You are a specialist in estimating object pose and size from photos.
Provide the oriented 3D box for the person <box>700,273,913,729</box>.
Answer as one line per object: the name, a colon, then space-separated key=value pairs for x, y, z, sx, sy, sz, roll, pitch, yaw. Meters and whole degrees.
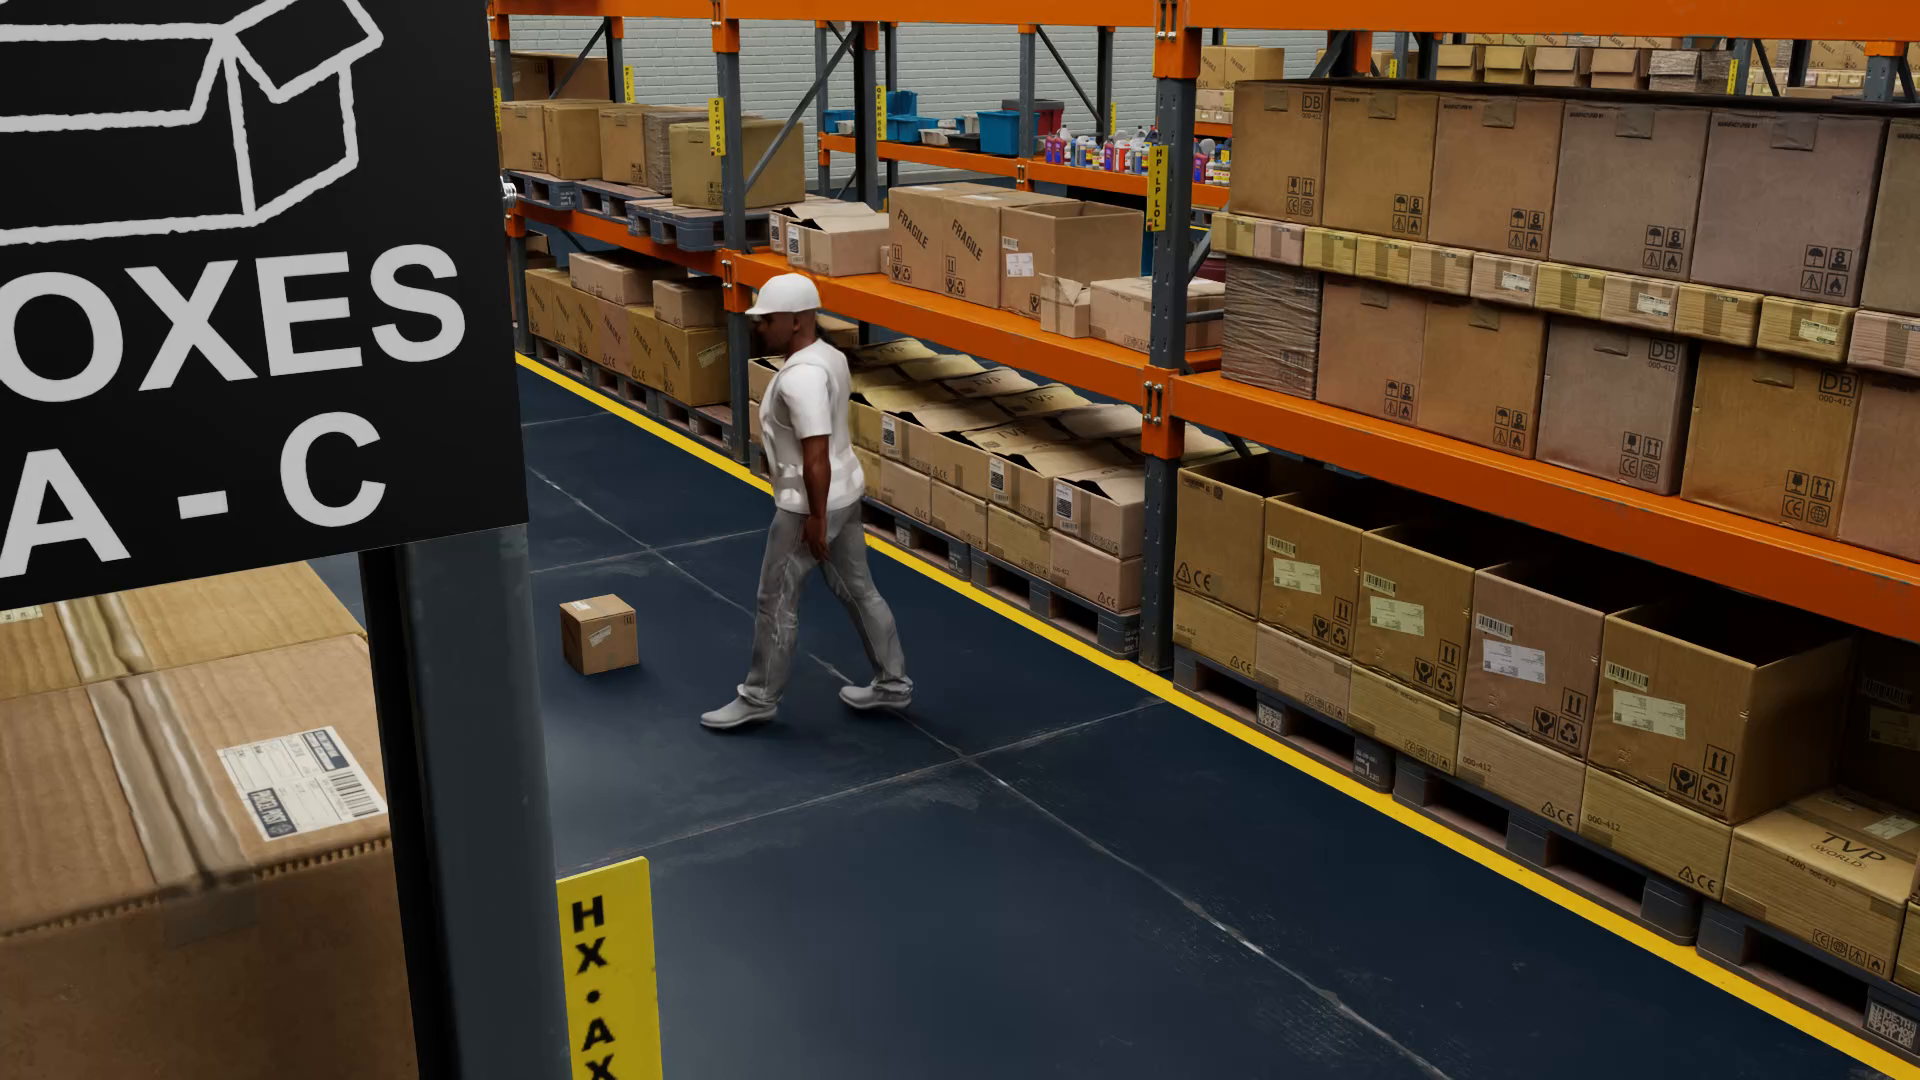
person: x=-0.581 y=-0.147 z=6.438 sx=0.807 sy=1.756 sz=0.581 roll=4 pitch=18 yaw=12
